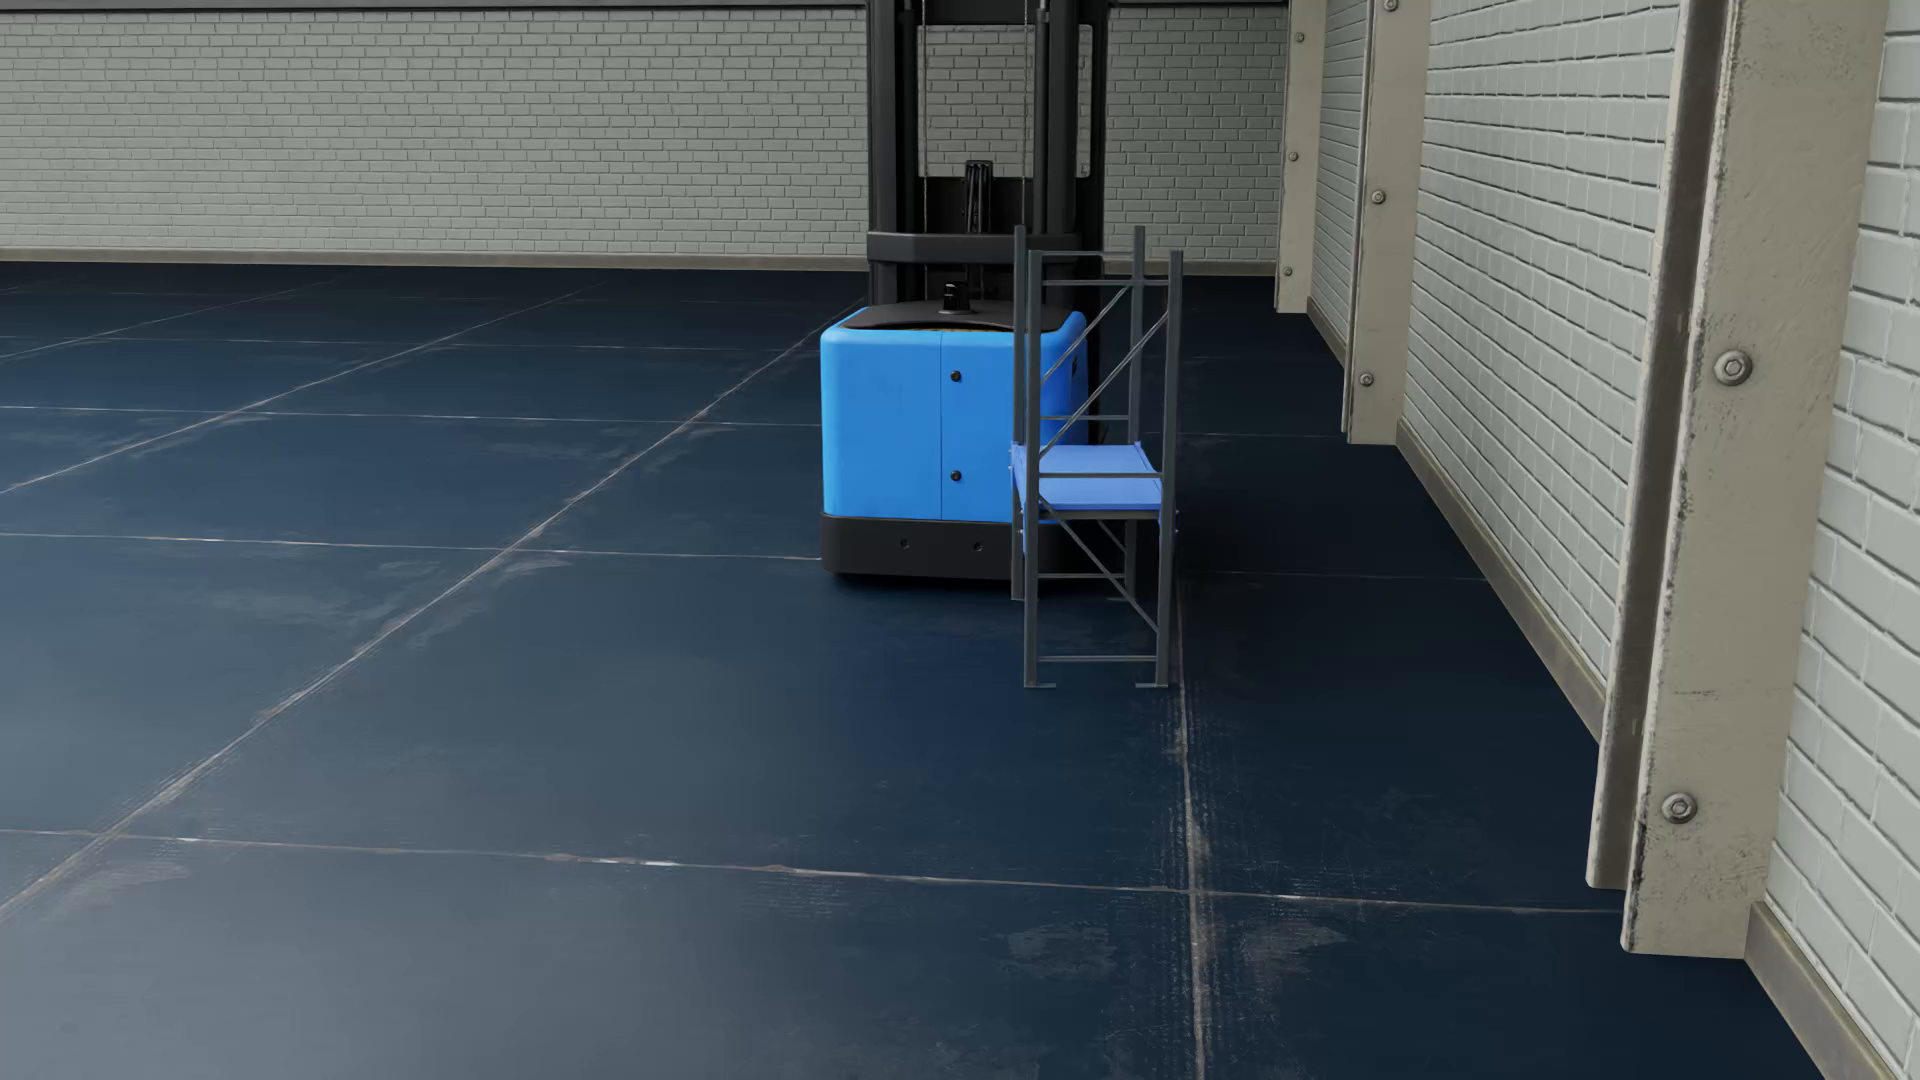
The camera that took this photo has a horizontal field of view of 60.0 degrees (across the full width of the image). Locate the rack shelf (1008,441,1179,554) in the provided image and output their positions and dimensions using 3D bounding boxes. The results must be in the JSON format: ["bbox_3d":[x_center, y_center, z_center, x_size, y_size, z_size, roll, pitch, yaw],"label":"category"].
[{"bbox_3d":[0.465,-0.172,6.114,0.538,0.185,1.000,0,15,-1],"label":"rack shelf"}]

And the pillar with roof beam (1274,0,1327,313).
[{"bbox_3d":[-1.148,-6.639,14.974,9.100,9.000,0.400,2,15,6],"label":"pillar with roof beam"}]

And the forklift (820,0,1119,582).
[{"bbox_3d":[0.158,-1.582,7.896,1.130,2.935,3.031,2,15,9],"label":"forklift"}]

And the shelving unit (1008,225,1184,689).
[{"bbox_3d":[0.465,-0.346,6.067,0.538,1.500,1.048,0,15,-1],"label":"shelving unit"}]

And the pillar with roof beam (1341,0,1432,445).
[{"bbox_3d":[-1.825,-5.083,9.219,9.100,9.000,0.400,2,15,6],"label":"pillar with roof beam"}]

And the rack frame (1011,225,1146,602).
[{"bbox_3d":[0.459,-0.478,6.558,0.500,1.500,0.032,0,15,-1],"label":"rack frame"}]

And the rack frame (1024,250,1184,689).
[{"bbox_3d":[0.472,-0.213,5.576,0.500,1.500,0.032,0,15,-1],"label":"rack frame"}]

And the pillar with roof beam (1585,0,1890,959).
[{"bbox_3d":[-2.502,-3.526,3.464,9.100,9.000,0.400,2,15,6],"label":"pillar with roof beam"}]
